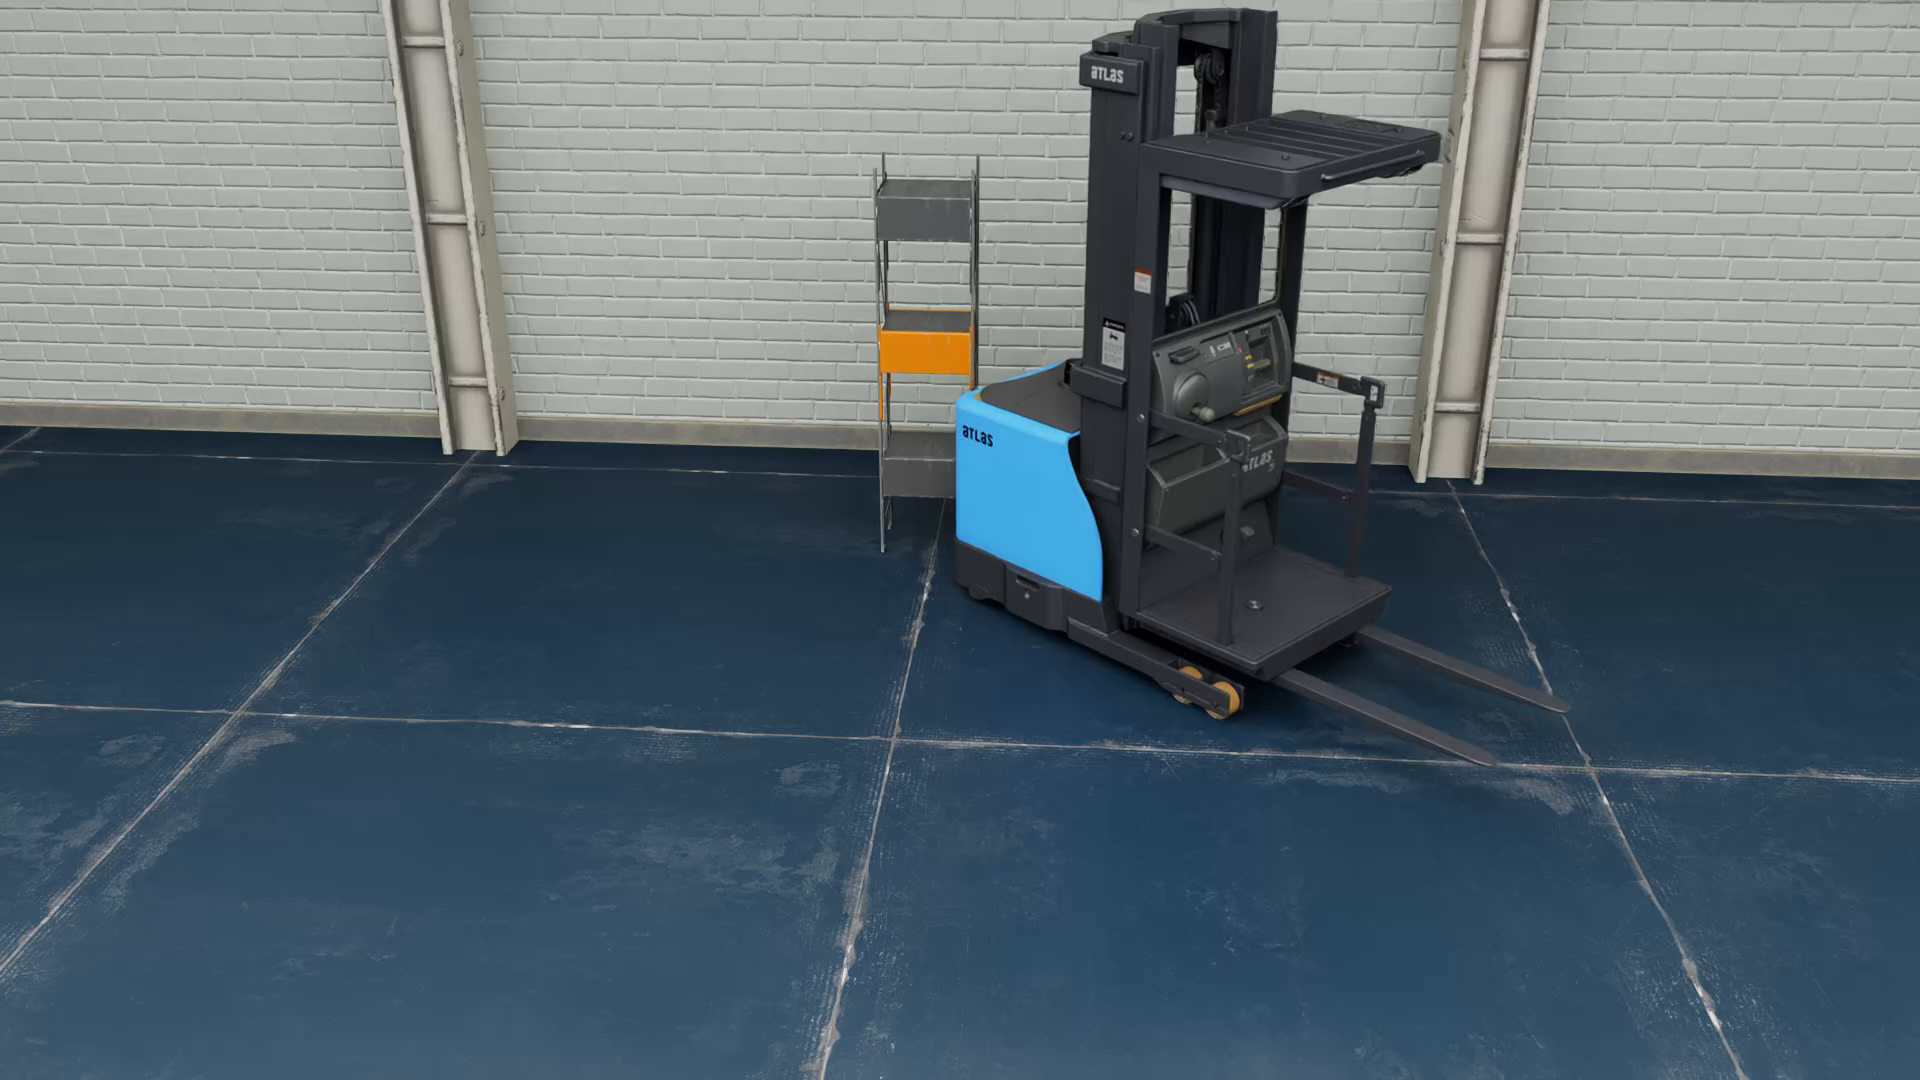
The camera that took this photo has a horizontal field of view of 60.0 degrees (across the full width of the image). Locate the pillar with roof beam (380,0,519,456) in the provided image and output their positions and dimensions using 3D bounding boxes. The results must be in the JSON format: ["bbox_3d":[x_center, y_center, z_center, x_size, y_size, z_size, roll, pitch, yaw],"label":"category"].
[{"bbox_3d":[-3.360,-2.891,4.767,0.400,9.000,9.100,2,25,4],"label":"pillar with roof beam"}]

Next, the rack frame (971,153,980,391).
[{"bbox_3d":[0.078,-0.951,8.806,0.015,2.100,0.400,2,25,4],"label":"rack frame"}]

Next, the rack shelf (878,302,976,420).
[{"bbox_3d":[-0.165,-0.947,8.828,0.480,0.518,0.431,2,25,4],"label":"rack shelf"}]

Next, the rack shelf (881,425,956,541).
[{"bbox_3d":[-0.165,-0.311,9.121,0.480,0.518,0.431,2,25,4],"label":"rack shelf"}]

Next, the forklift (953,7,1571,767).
[{"bbox_3d":[1.344,-0.767,7.410,1.130,2.935,3.031,-22,32,-39],"label":"forklift"}]

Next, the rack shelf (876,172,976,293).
[{"bbox_3d":[-0.165,-1.583,8.536,0.480,0.518,0.431,2,25,4],"label":"rack shelf"}]

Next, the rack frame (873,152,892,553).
[{"bbox_3d":[-0.408,-0.967,8.840,0.015,2.100,0.400,2,25,4],"label":"rack frame"}]

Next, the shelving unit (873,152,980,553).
[{"bbox_3d":[-0.165,-0.959,8.823,0.503,2.100,0.431,2,25,4],"label":"shelving unit"}]

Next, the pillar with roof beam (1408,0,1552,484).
[{"bbox_3d":[2.622,-2.699,4.350,0.400,9.000,9.100,2,25,4],"label":"pillar with roof beam"}]
